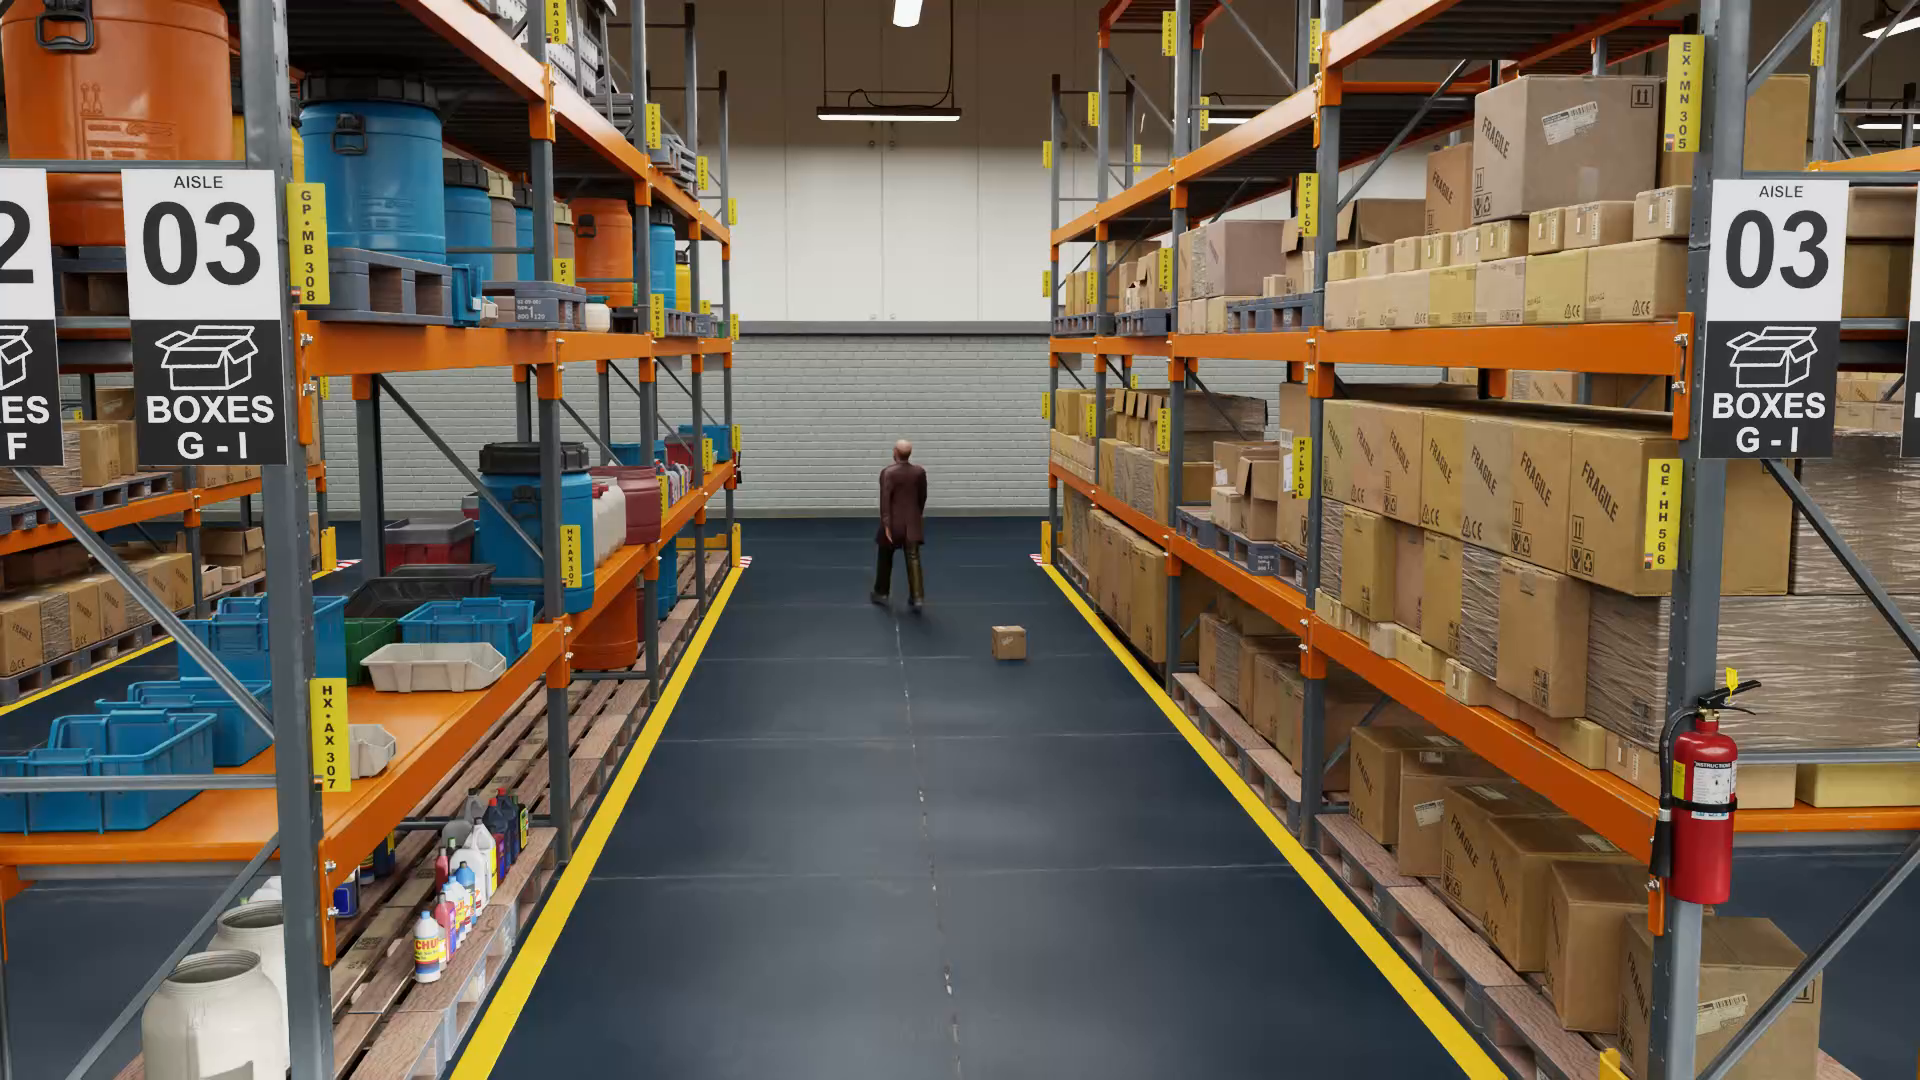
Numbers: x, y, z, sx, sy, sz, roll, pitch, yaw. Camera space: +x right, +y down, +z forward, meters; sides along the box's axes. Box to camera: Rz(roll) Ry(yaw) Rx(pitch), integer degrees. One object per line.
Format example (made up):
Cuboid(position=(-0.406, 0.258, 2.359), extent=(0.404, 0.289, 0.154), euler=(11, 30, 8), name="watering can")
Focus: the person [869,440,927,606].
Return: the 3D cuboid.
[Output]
Cuboid(position=(-0.628, -0.197, 17.367), extent=(0.569, 1.717, 1.090), euler=(-2, 7, -19), name="person")
